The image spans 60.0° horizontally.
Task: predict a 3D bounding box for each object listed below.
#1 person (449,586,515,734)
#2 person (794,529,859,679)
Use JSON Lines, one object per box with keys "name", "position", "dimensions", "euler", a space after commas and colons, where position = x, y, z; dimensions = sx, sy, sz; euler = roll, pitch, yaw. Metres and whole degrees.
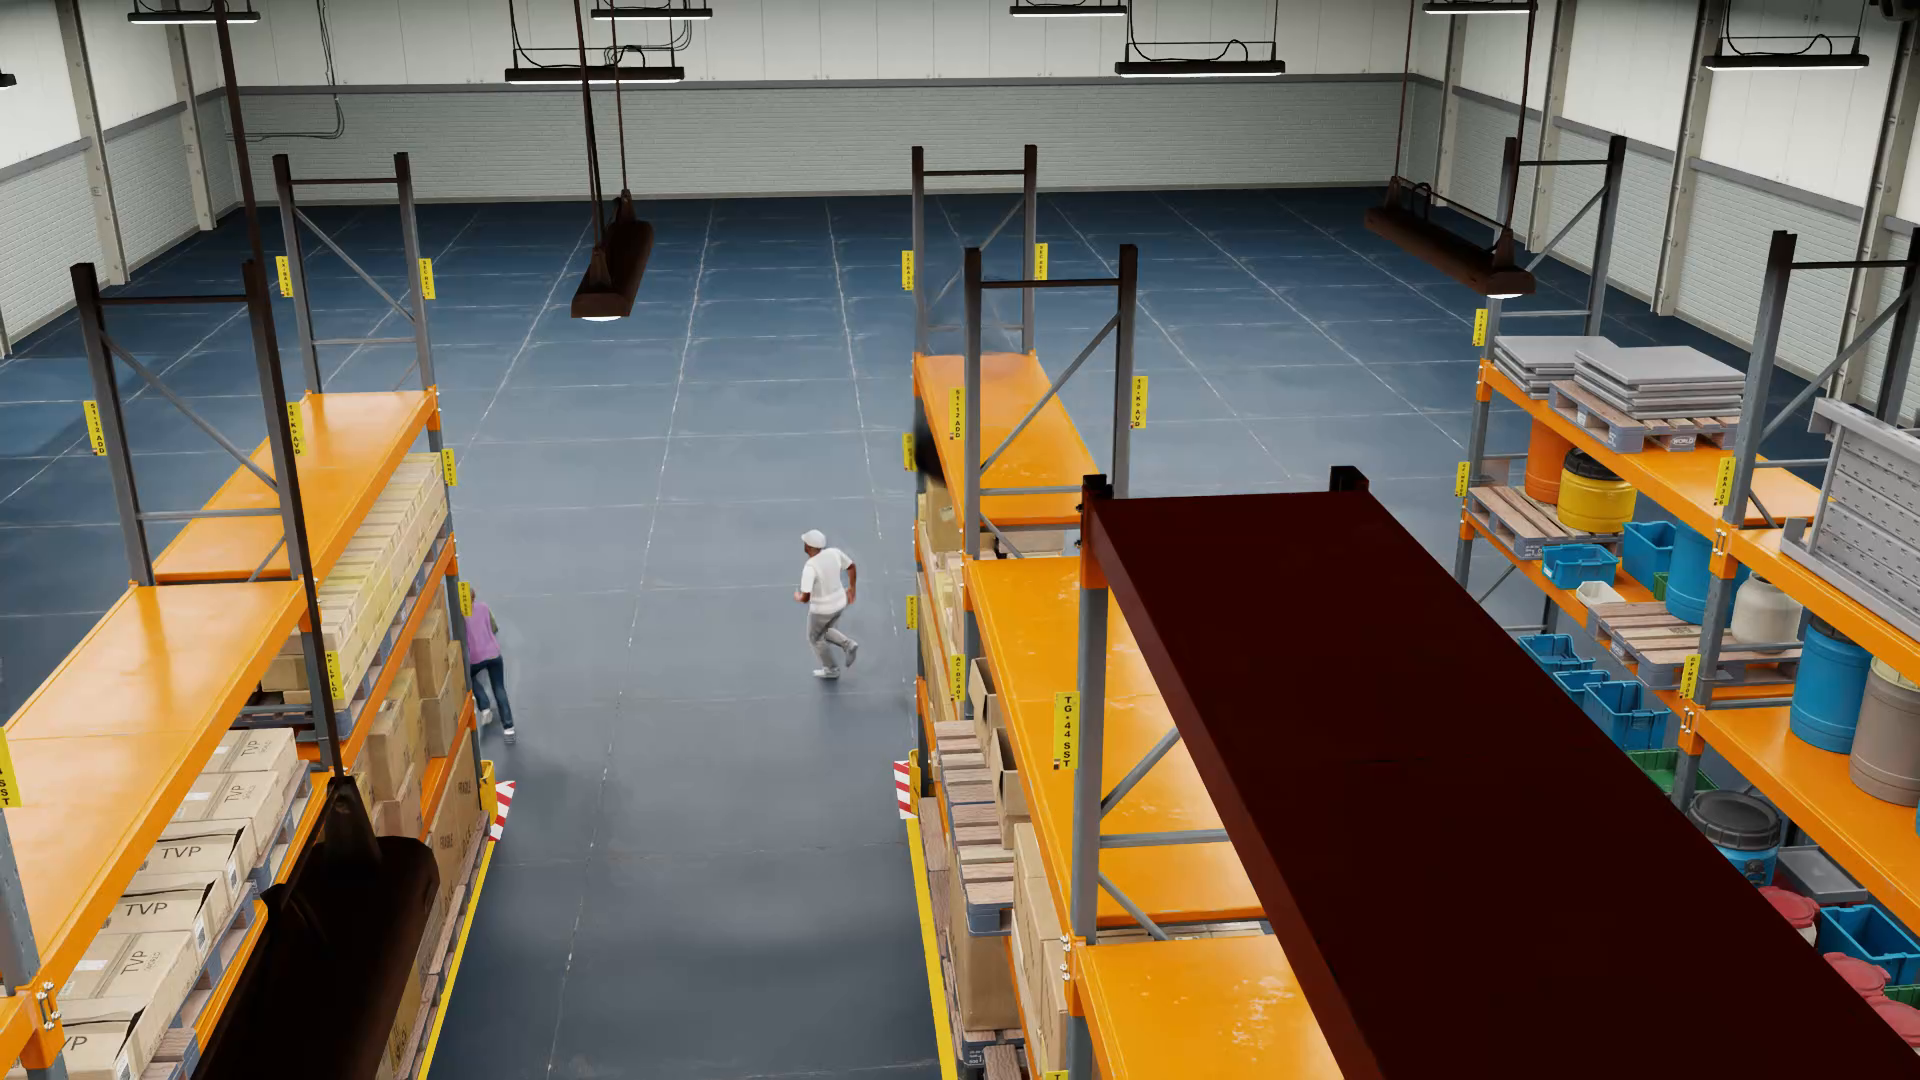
{"name": "person", "position": [-4.772, 1.225, 16.573], "dimensions": [0.577, 1.495, 0.897], "euler": [-18, 28, -38]}
{"name": "person", "position": [-1.402, 0.705, 17.588], "dimensions": [0.691, 1.715, 0.743], "euler": [15, 26, 33]}
